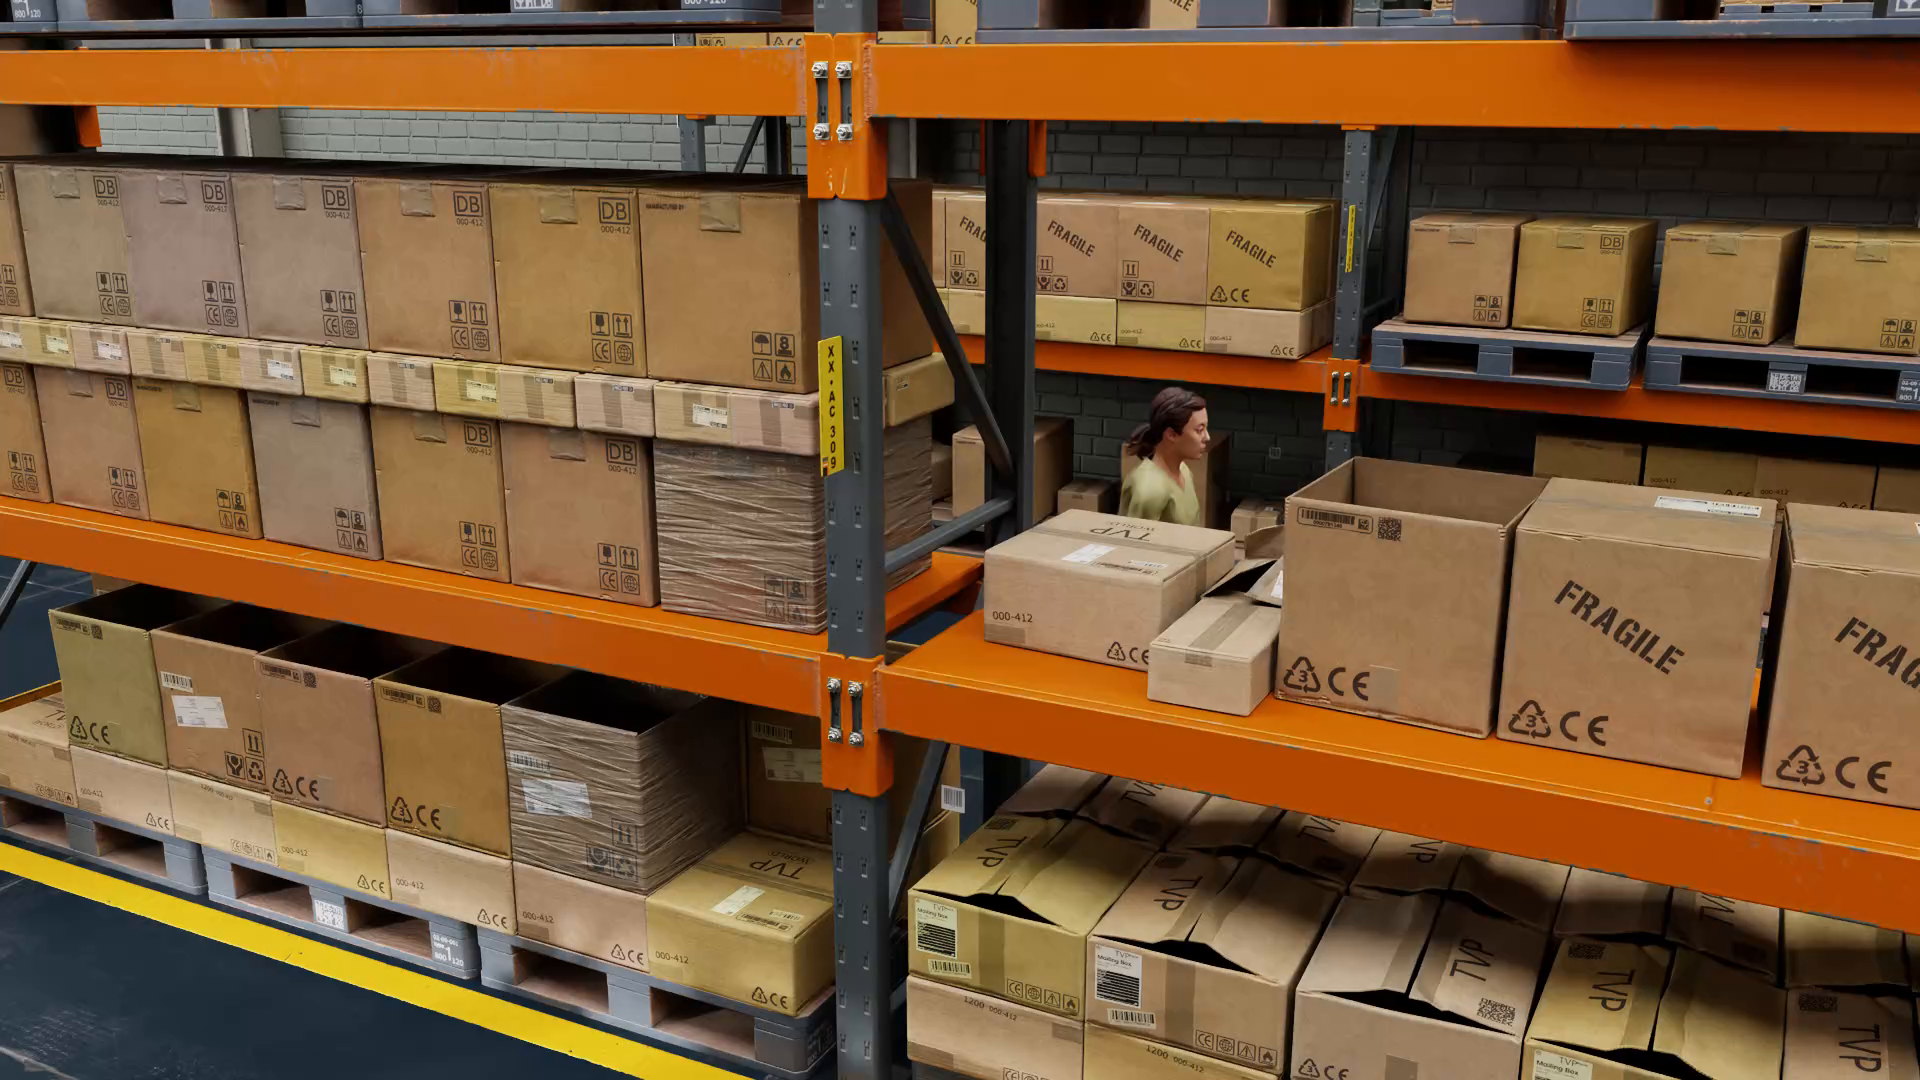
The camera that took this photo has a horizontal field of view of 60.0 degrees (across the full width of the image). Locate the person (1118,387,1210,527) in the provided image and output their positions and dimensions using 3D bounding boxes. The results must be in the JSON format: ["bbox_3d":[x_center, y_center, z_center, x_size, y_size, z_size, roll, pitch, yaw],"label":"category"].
[{"bbox_3d":[0.770,0.279,6.014,0.414,1.676,0.480,7,17,24],"label":"person"}]
